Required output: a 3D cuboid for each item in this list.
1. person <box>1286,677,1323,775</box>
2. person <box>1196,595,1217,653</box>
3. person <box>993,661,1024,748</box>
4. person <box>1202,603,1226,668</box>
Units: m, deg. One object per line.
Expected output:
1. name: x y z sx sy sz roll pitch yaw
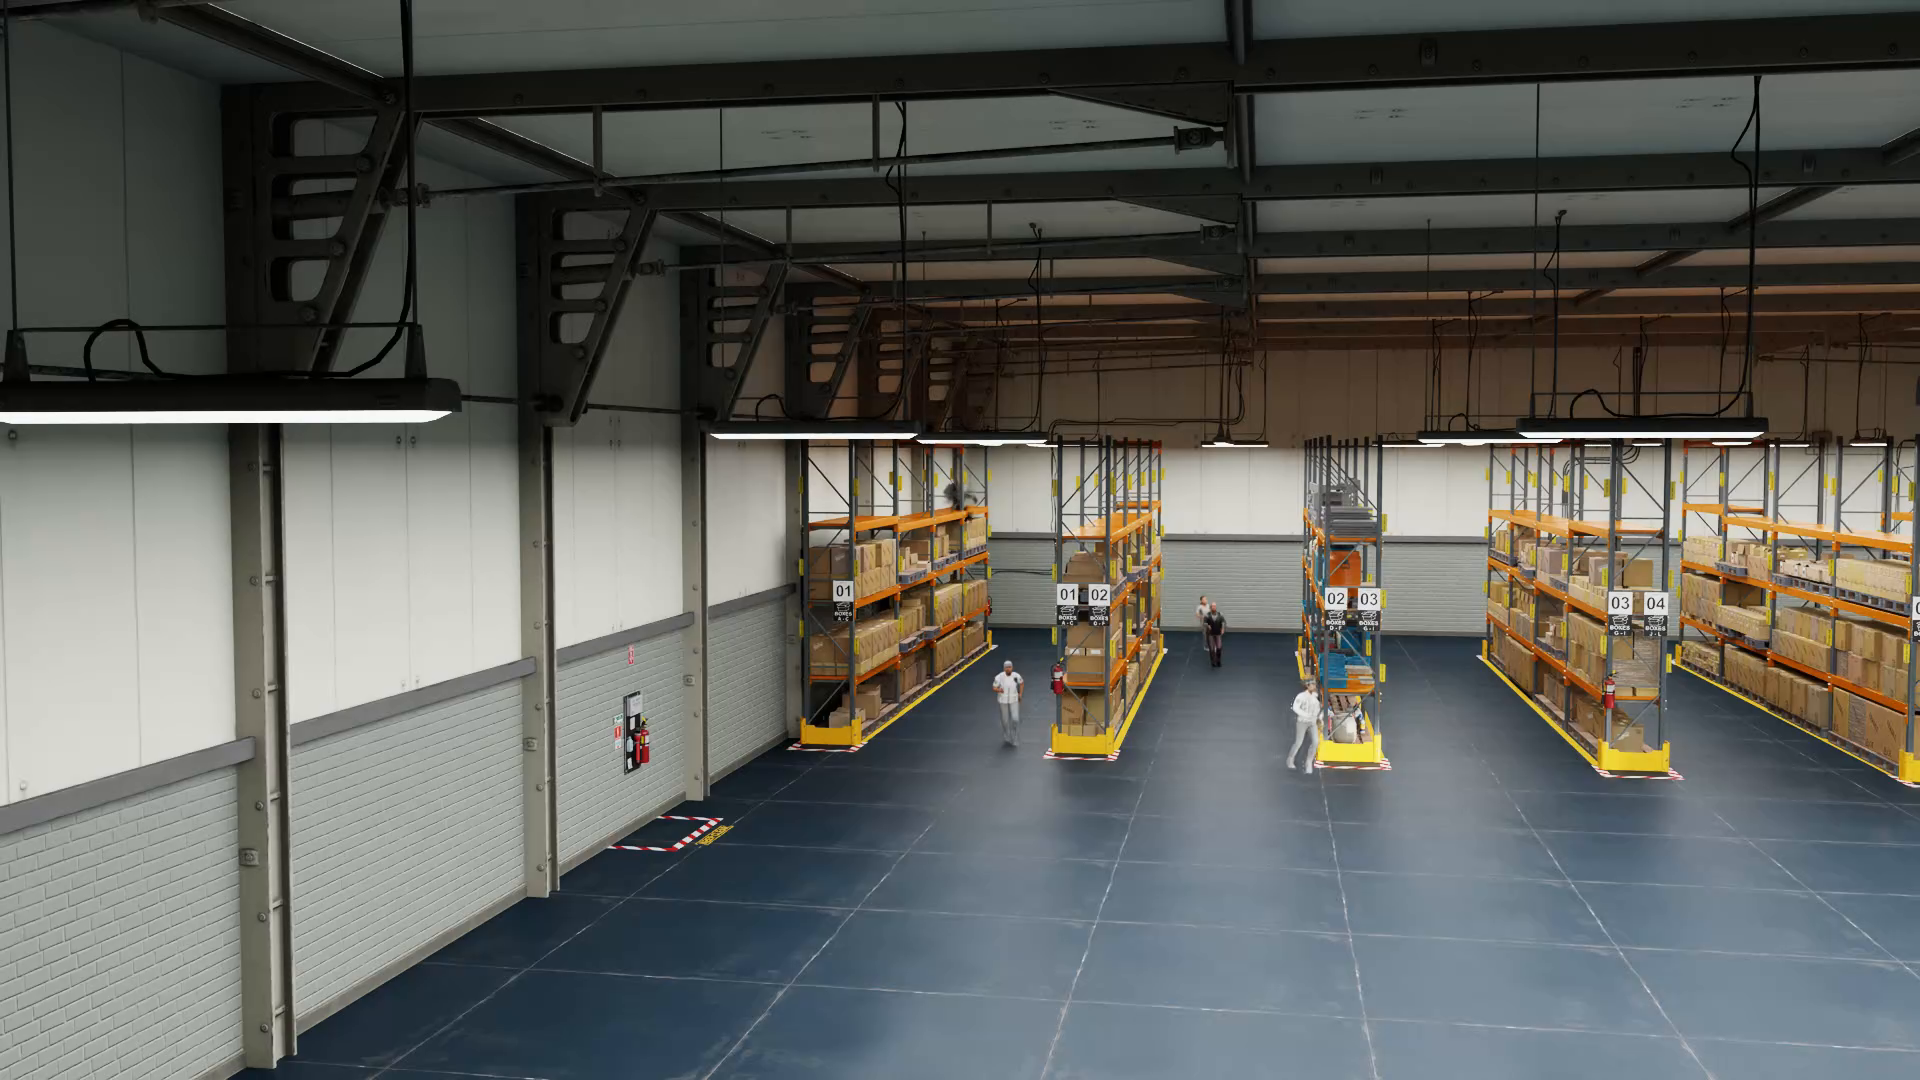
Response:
1. person: 6.202 3.290 29.639 0.676 1.718 0.634 -1 3 -22
2. person: 6.919 2.377 46.800 0.642 1.656 0.700 -1 3 -12
3. person: 0.941 3.167 32.238 0.614 1.681 0.758 0 3 2
4. person: 6.685 2.513 43.665 0.633 1.715 0.689 0 3 6
